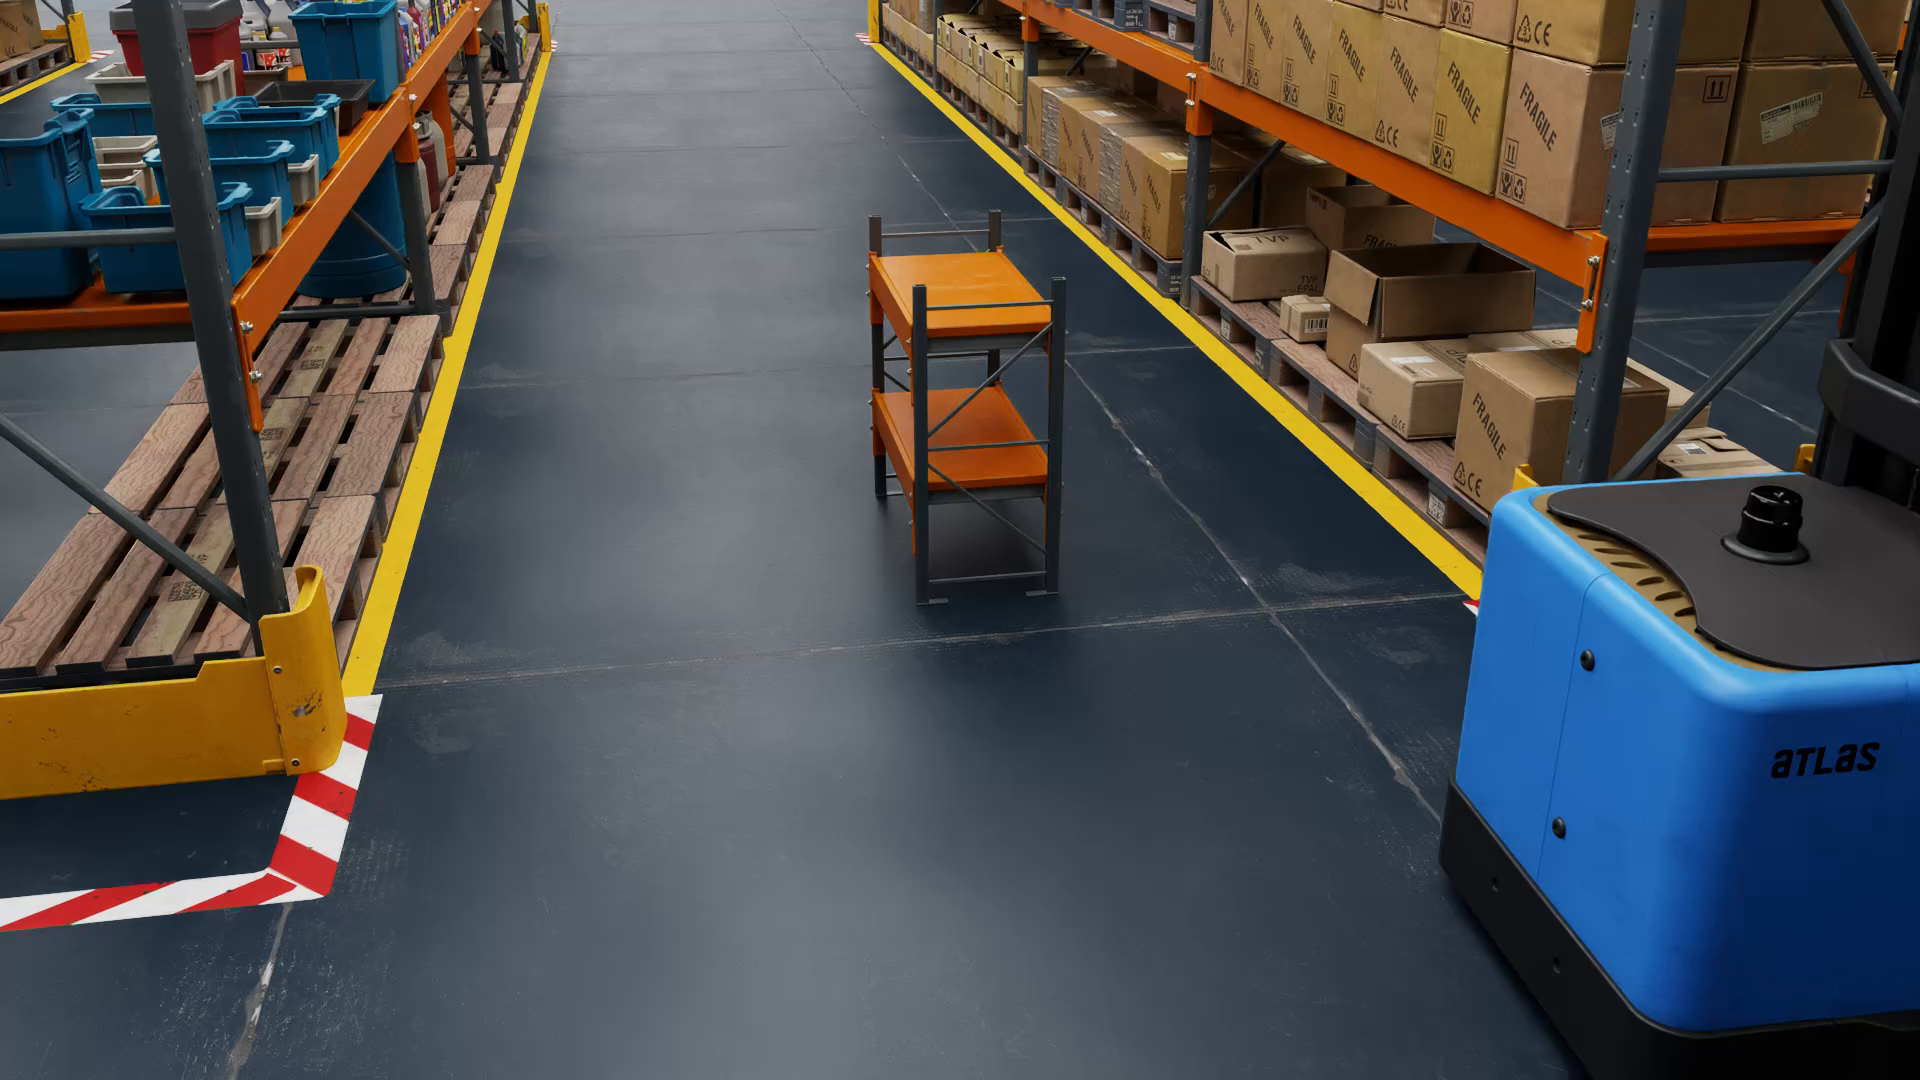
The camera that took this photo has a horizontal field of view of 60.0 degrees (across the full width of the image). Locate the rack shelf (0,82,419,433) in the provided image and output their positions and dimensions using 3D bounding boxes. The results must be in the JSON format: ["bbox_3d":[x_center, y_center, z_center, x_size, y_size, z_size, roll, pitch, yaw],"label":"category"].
[{"bbox_3d":[-2.780,-1.204,6.159,1.077,0.370,4.000,-4,24,-10],"label":"rack shelf"}]

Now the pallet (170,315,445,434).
[{"bbox_3d":[-2.975,-0.757,7.718,1.003,0.211,1.213,-4,24,-10],"label":"pallet"}]

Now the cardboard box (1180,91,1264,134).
[{"bbox_3d":[1.684,-2.687,10.292,0.500,0.250,0.500,-4,24,-10],"label":"cardboard box"}]

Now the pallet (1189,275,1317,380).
[{"bbox_3d":[1.845,-1.138,8.591,1.003,0.211,1.213,-4,24,-10],"label":"pallet"}]

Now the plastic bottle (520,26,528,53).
[{"bbox_3d":[-4.578,-5.203,17.269,0.152,0.276,0.135,-4,24,-9],"label":"plastic bottle"}]

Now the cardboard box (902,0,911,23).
[{"bbox_3d":[-0.344,-5.864,17.903,0.500,0.500,0.500,-4,24,-10],"label":"cardboard box"}]

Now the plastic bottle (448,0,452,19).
[{"bbox_3d":[-3.295,-3.423,10.588,0.097,0.201,0.097,0,24,0],"label":"plastic bottle"}]

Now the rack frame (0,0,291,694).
[{"bbox_3d":[-2.410,-0.747,4.214,1.000,3.000,0.127,-4,24,-10],"label":"rack frame"}]

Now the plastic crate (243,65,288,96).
[{"bbox_3d":[-3.204,-2.034,7.413,0.396,0.136,0.243,-4,24,-10],"label":"plastic crate"}]

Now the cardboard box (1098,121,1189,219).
[{"bbox_3d":[1.171,-2.307,10.358,0.500,0.500,0.500,-4,24,-9],"label":"cardboard box"}]

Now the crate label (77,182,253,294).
[{"bbox_3d":[-2.132,-0.820,4.513,0.416,0.233,0.303,-4,24,-10],"label":"crate label"}]

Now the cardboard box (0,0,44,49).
[{"bbox_3d":[-10.137,-5.474,17.635,0.500,0.500,0.500,0,24,0],"label":"cardboard box"}]

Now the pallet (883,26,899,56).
[{"bbox_3d":[-0.317,-5.830,19.336,1.003,0.211,1.213,-4,24,-10],"label":"pallet"}]

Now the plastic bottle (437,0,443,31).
[{"bbox_3d":[-3.195,-3.229,9.956,0.144,0.351,0.185,-4,24,-10],"label":"plastic bottle"}]

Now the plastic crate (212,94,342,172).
[{"bbox_3d":[-2.431,-1.456,5.969,0.416,0.233,0.300,-4,24,-10],"label":"plastic crate"}]

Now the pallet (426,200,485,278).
[{"bbox_3d":[-3.480,-1.830,10.177,1.003,0.211,1.213,-4,24,-10],"label":"pallet"}]

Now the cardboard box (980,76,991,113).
[{"bbox_3d":[0.454,-3.781,14.070,0.500,0.250,0.500,-4,24,-9],"label":"cardboard box"}]

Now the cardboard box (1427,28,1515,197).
[{"bbox_3d":[2.009,-1.518,5.853,0.500,0.500,0.500,-4,24,-9],"label":"cardboard box"}]

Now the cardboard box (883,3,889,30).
[{"bbox_3d":[-0.619,-6.111,19.405,0.500,0.250,0.500,-4,24,-10],"label":"cardboard box"}]

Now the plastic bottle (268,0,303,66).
[{"bbox_3d":[-3.499,-2.646,8.623,0.144,0.351,0.185,-4,24,-10],"label":"plastic bottle"}]

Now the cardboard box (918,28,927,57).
[{"bbox_3d":[-0.143,-5.129,17.156,0.500,0.250,0.500,-4,24,-10],"label":"cardboard box"}]

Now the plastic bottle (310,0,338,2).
[{"bbox_3d":[-3.720,-3.133,9.737,0.144,0.351,0.185,-4,24,-10],"label":"plastic bottle"}]

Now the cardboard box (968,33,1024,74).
[{"bbox_3d":[0.357,-4.236,14.412,0.500,0.311,0.500,-4,24,-8],"label":"cardboard box"}]

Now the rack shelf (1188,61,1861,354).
[{"bbox_3d":[2.089,-1.570,6.995,1.077,0.370,4.000,-4,24,-10],"label":"rack shelf"}]

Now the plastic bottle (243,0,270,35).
[{"bbox_3d":[-3.641,-2.635,8.598,0.144,0.351,0.185,-4,24,-10],"label":"plastic bottle"}]

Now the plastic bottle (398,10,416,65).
[{"bbox_3d":[-2.928,-2.618,8.652,0.152,0.276,0.135,-4,24,-10],"label":"plastic bottle"}]

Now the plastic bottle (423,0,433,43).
[{"bbox_3d":[-3.069,-2.975,9.475,0.097,0.271,0.097,0,24,0],"label":"plastic bottle"}]

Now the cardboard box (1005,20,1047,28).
[{"bbox_3d":[0.699,-4.680,15.427,0.500,0.311,0.500,-4,24,-8],"label":"cardboard box"}]

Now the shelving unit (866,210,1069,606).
[{"bbox_3d":[0.001,-0.513,6.019,0.538,1.125,1.048,-4,24,-10],"label":"shelving unit"}]

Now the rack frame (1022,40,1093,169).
[{"bbox_3d":[0.980,-4.259,12.254,1.000,3.000,0.127,-4,24,-10],"label":"rack frame"}]

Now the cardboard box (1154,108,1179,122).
[{"bbox_3d":[1.582,-2.555,10.926,0.500,0.500,0.500,-5,24,-12],"label":"cardboard box"}]

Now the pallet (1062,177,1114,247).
[{"bbox_3d":[1.303,-2.206,11.037,1.003,0.211,1.213,-4,24,-10],"label":"pallet"}]

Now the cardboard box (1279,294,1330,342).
[{"bbox_3d":[1.754,-1.068,7.939,0.380,0.166,0.250,-4,24,-10],"label":"cardboard box"}]

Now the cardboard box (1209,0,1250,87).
[{"bbox_3d":[1.546,-2.511,8.127,0.500,0.500,0.500,-4,24,-8],"label":"cardboard box"}]

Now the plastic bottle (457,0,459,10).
[{"bbox_3d":[-3.392,-3.629,11.059,0.097,0.201,0.097,0,24,0],"label":"plastic bottle"}]

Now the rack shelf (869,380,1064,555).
[{"bbox_3d":[0.001,-0.289,6.117,0.538,0.278,1.000,-4,24,-10],"label":"rack shelf"}]

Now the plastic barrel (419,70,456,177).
[{"bbox_3d":[-3.782,-2.901,11.331,0.600,0.830,0.708,-4,24,-10],"label":"plastic barrel"}]

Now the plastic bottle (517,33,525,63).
[{"bbox_3d":[-4.395,-4.915,16.599,0.061,0.283,0.133,-3,24,-7],"label":"plastic bottle"}]

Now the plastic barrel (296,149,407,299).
[{"bbox_3d":[-3.233,-1.767,8.645,0.600,0.901,0.708,-4,24,-10],"label":"plastic barrel"}]

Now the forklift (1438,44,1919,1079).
[{"bbox_3d":[2.772,-0.379,3.456,3.031,2.935,1.130,-4,24,-8],"label":"forklift"}]

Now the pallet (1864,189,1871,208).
[{"bbox_3d":[6.370,-2.074,10.735,1.003,0.211,1.213,-4,24,-10],"label":"pallet"}]

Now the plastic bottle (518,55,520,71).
[{"bbox_3d":[-4.276,-4.584,15.946,0.097,0.201,0.097,0,24,0],"label":"plastic bottle"}]

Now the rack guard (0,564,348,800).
[{"bbox_3d":[-2.393,0.407,4.694,1.175,0.500,0.348,-4,24,-10],"label":"rack guard"}]

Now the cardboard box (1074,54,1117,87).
[{"bbox_3d":[1.171,-3.676,13.130,0.500,0.311,0.500,-4,24,-8],"label":"cardboard box"}]

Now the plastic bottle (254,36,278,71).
[{"bbox_3d":[-3.421,-2.377,8.194,0.097,0.201,0.097,0,24,0],"label":"plastic bottle"}]

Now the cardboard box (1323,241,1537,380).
[{"bbox_3d":[2.072,-1.005,7.372,0.797,0.503,0.637,-4,24,-10],"label":"cardboard box"}]

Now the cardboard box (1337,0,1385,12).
[{"bbox_3d":[1.817,-2.376,6.567,0.500,0.500,0.500,-4,24,-8],"label":"cardboard box"}]
